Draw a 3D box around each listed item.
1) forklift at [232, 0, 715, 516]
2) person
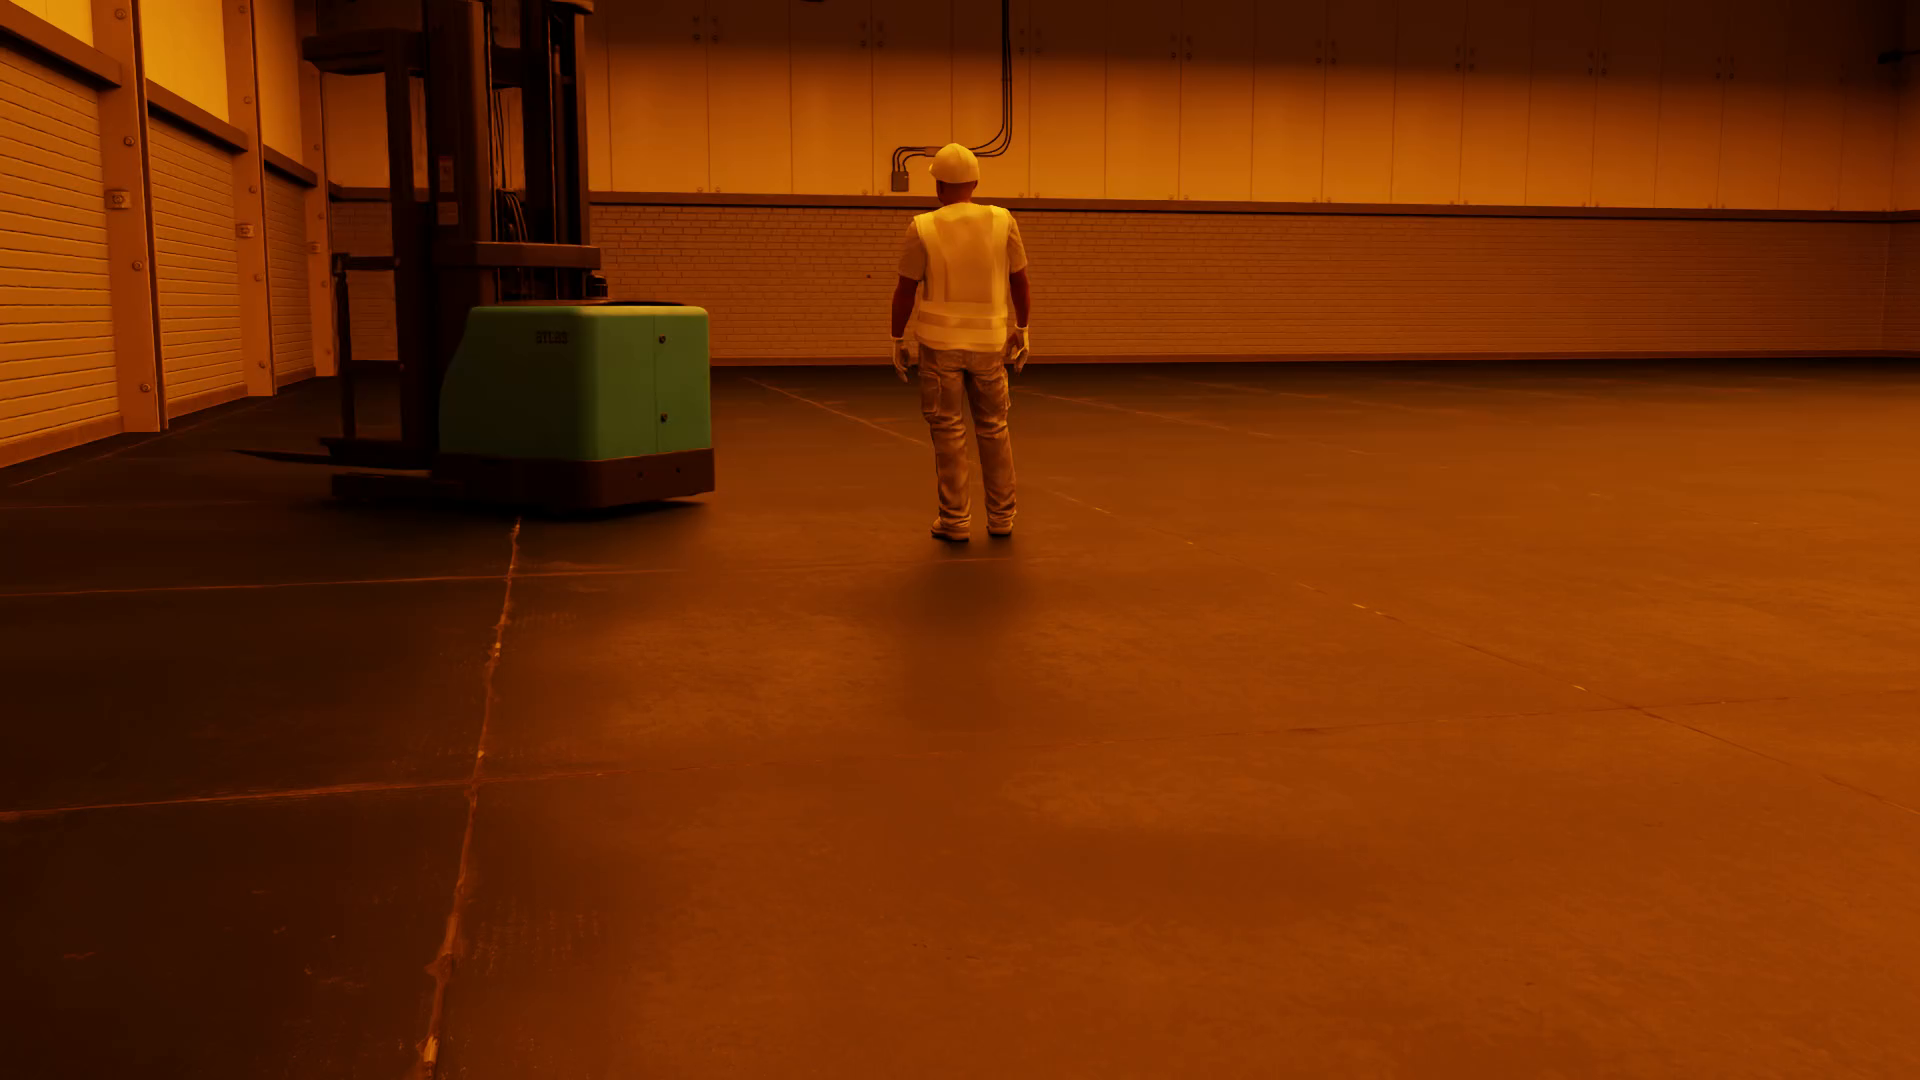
[{"bbox_3d":[-2.874,-1.700,9.274,3.031,2.935,1.130,5,9,30],"label":"forklift"},{"bbox_3d":[-0.010,-0.900,7.654,0.656,1.784,0.575,-2,8,-13],"label":"person"}]
